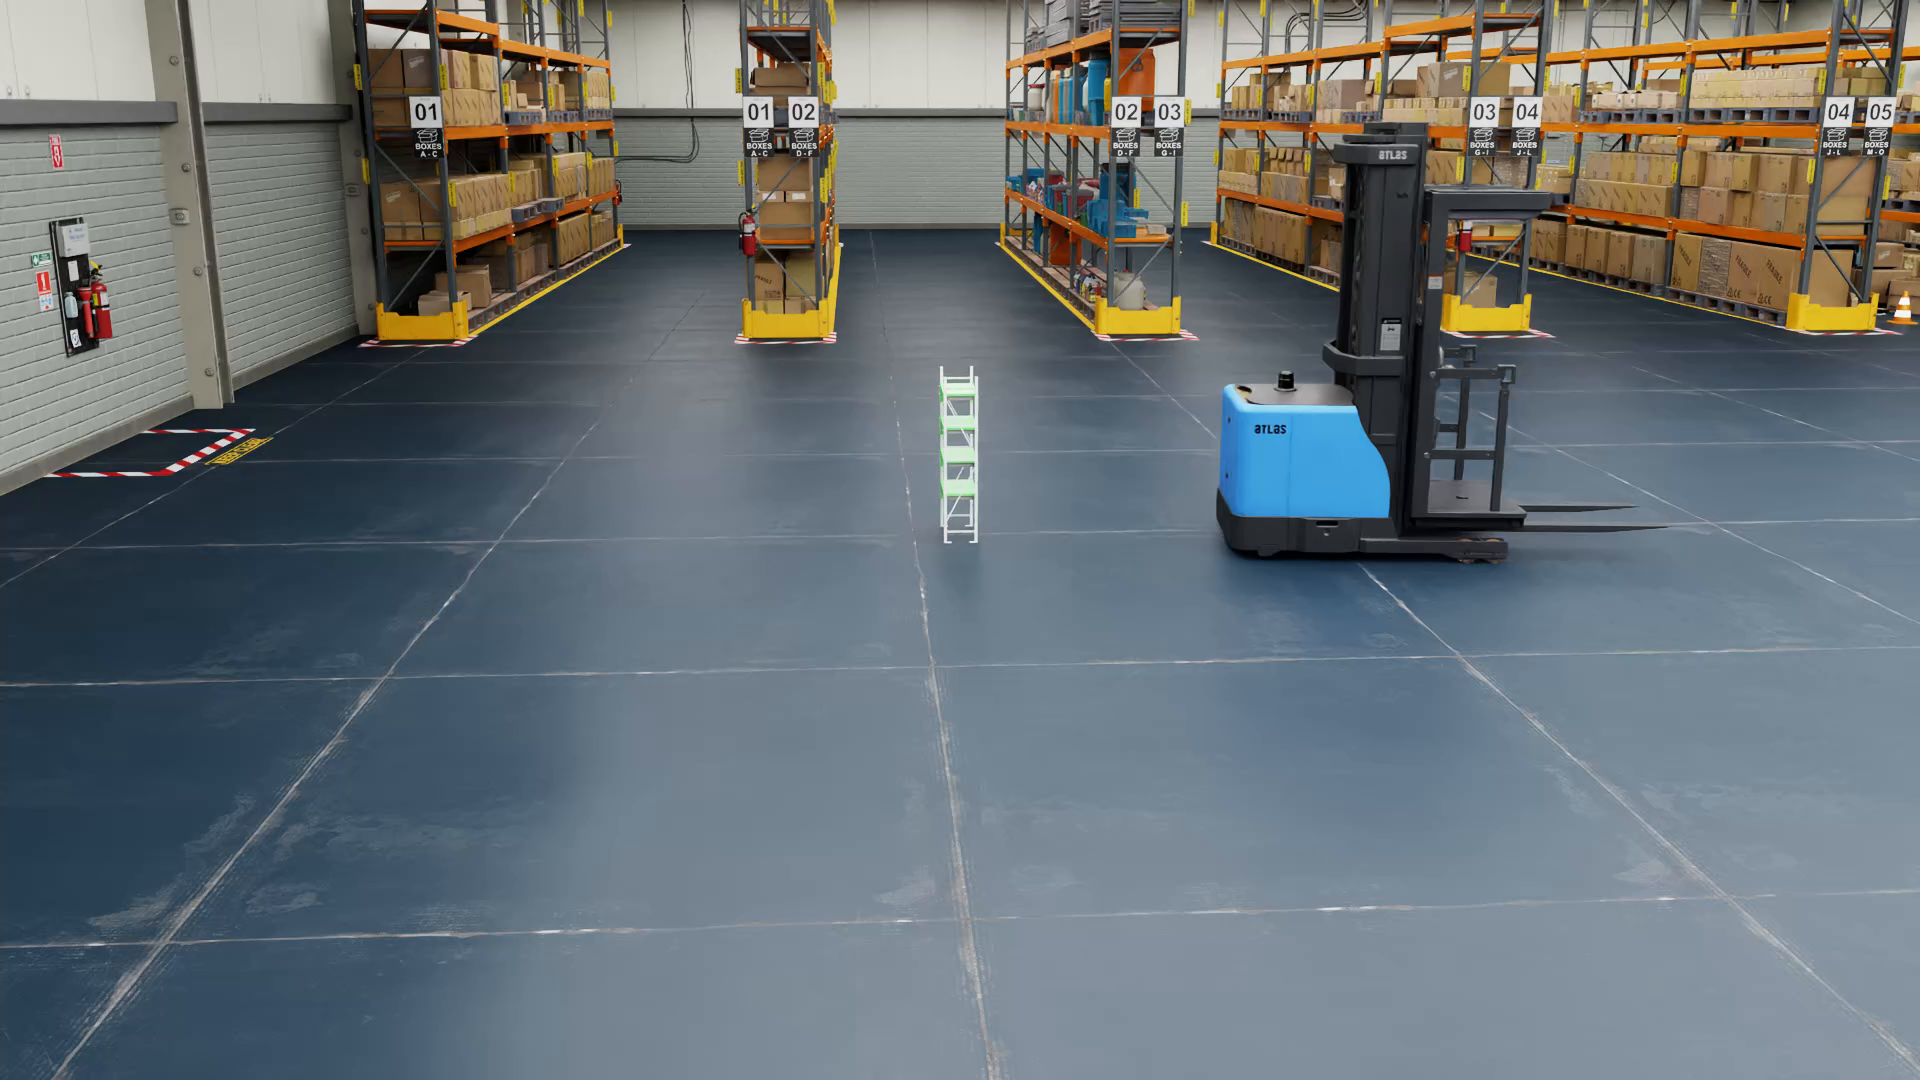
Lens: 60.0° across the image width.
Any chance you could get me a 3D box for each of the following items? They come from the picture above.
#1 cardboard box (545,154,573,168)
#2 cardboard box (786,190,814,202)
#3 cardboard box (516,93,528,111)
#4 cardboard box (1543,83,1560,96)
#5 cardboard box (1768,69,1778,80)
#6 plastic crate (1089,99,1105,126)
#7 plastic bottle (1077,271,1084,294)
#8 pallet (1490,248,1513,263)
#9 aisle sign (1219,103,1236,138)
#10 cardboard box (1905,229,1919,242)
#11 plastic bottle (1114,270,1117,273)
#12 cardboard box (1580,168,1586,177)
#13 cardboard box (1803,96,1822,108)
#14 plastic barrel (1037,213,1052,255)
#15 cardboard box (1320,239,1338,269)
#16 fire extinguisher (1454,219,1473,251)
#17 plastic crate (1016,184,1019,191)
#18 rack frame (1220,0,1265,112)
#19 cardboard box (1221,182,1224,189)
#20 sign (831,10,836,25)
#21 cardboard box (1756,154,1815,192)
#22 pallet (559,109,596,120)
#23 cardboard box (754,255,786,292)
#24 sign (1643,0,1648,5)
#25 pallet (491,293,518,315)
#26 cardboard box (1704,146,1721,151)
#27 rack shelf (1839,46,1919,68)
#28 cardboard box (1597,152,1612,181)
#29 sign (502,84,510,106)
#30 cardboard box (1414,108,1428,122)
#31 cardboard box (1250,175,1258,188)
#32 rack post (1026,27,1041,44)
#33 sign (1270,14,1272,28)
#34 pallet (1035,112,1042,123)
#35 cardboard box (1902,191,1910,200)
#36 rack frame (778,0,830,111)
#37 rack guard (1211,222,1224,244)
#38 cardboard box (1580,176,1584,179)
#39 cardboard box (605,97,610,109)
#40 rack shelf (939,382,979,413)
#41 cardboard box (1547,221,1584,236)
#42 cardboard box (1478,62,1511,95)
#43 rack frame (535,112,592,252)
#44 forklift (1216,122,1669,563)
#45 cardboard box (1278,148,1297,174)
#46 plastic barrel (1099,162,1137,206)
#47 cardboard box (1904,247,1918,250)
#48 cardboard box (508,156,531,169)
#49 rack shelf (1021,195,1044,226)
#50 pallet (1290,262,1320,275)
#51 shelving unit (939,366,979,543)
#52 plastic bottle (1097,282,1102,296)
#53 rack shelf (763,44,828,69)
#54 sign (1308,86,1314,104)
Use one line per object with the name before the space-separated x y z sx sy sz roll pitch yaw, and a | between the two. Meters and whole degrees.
cardboard box | -7.719 -7.260 31.882 0.500 0.250 0.500 -1 14 -5
cardboard box | -2.211 -4.745 22.945 0.380 0.149 0.250 -1 14 -4
cardboard box | -7.854 -7.382 28.430 0.797 0.503 0.637 1 14 4
cardboard box | 11.562 -8.762 32.305 0.396 0.266 0.258 -1 14 -3
cardboard box | 12.021 -6.785 24.216 0.380 0.149 0.250 -1 14 -3
plastic crate | 2.123 -6.271 24.393 0.392 0.384 0.575 -1 14 -3
plastic bottle | 1.930 -4.075 26.276 0.144 0.351 0.185 0 14 -2
pallet | 11.748 -5.925 34.631 1.003 0.211 1.213 -1 14 -3
aisle sign | 6.190 -9.685 38.430 0.394 0.787 0.004 -1 14 -3
cardboard box | 21.237 -6.750 36.886 0.396 0.266 0.258 0 14 -1
plastic bottle | 2.478 -4.124 26.467 0.144 0.351 0.185 -1 14 -3
cardboard box | 12.092 -7.029 31.792 0.380 0.149 0.250 -1 14 -5
cardboard box | 12.083 -6.145 23.330 0.380 0.149 0.250 -1 14 -4
plastic barrel | 1.859 -6.217 33.537 0.600 0.901 0.708 -1 14 -3
cardboard box | 7.051 -5.259 30.580 0.700 0.500 0.500 -2 15 -6
fire extinguisher | 7.033 -4.360 23.108 0.296 0.674 0.183 -1 14 -3
plastic crate | 1.391 -7.671 36.229 0.293 0.136 0.466 -1 14 -3
rack frame | 6.494 -11.318 37.955 1.000 3.000 0.127 -1 14 -3
cardboard box | 6.204 -8.134 38.123 0.380 0.149 0.250 -1 14 -4
sign | -2.838 -11.698 37.241 0.100 0.325 0.005 -1 14 -3
cardboard box | 12.433 -5.450 24.720 0.875 0.550 0.550 -1 14 -3
pallet | -8.130 -8.802 34.373 1.003 0.211 1.213 -1 14 -3
cardboard box | -2.809 -3.893 24.309 0.500 0.500 0.500 -1 14 -3
sign | 12.500 -9.918 30.323 0.100 0.325 0.005 -1 14 -3
pallet | -7.517 -3.682 25.912 1.003 0.211 1.213 -1 14 -3
cardboard box | 16.328 -8.216 35.733 0.500 0.500 0.500 -1 14 -4
rack shelf | 17.005 -8.442 29.023 1.077 0.370 4.000 -1 14 -3
cardboard box | 11.997 -6.769 30.109 0.700 0.500 0.500 -1 14 -4
sign | -7.053 -6.912 25.813 0.100 0.325 0.005 -1 14 -3
cardboard box | 7.109 -6.306 24.797 0.500 0.250 0.500 -1 14 -4
cardboard box | 6.453 -7.595 35.229 0.500 0.250 0.500 -1 14 -4
rack post | 1.819 -10.000 32.984 0.937 0.300 0.954 -1 14 -4
sign | 7.037 -11.813 37.847 0.100 0.325 0.005 -1 14 -3
pallet | 2.018 -8.227 32.341 1.003 0.211 1.213 -1 14 -3
cardboard box | 16.772 -6.040 29.144 0.380 0.149 0.250 -1 14 -3
rack frame | -3.146 -10.171 33.498 1.000 3.000 0.127 -1 14 -3
rack guard | 6.493 -7.208 39.037 1.175 0.500 0.348 -1 14 -3
cardboard box | 12.098 -6.891 31.853 0.380 0.149 0.250 0 14 -1
cardboard box | -8.027 -9.637 36.699 0.500 0.250 0.500 0 14 -2
rack shelf | -0.010 -1.025 11.933 0.258 0.148 0.480 -1 14 -3
cardboard box | 11.642 -5.996 31.980 0.500 0.250 0.500 -1 14 -5
cardboard box | 7.663 -6.694 24.202 0.500 0.500 0.500 -1 14 -4
rack frame | -8.089 -7.188 33.944 1.000 3.000 0.127 -1 14 -3
forklift | 3.404 -1.395 11.565 3.031 2.935 1.130 1 14 2
cardboard box | 6.821 -7.622 33.417 0.797 0.503 0.637 -1 14 -3
plastic barrel | 2.573 -5.695 27.135 0.600 0.901 0.708 -1 14 -3
cardboard box | 16.960 -5.183 30.580 0.950 0.372 0.625 -1 14 -5
cardboard box | -8.129 -6.868 30.355 0.500 0.250 0.500 0 14 -2
rack shelf | 1.922 -6.495 32.695 1.077 0.370 4.000 -1 14 -3
pallet | 7.016 -5.270 32.084 1.003 0.211 1.213 -1 14 -3
shelving unit | -0.010 -0.622 12.037 0.258 1.200 0.503 -1 14 -3
plastic bottle | 2.109 -3.769 25.224 0.061 0.283 0.133 -1 14 -3
rack shelf | -2.774 -8.137 27.837 1.077 0.370 4.000 -1 14 -3
sign | 6.435 -8.158 30.496 0.100 0.325 0.005 -1 14 -3
